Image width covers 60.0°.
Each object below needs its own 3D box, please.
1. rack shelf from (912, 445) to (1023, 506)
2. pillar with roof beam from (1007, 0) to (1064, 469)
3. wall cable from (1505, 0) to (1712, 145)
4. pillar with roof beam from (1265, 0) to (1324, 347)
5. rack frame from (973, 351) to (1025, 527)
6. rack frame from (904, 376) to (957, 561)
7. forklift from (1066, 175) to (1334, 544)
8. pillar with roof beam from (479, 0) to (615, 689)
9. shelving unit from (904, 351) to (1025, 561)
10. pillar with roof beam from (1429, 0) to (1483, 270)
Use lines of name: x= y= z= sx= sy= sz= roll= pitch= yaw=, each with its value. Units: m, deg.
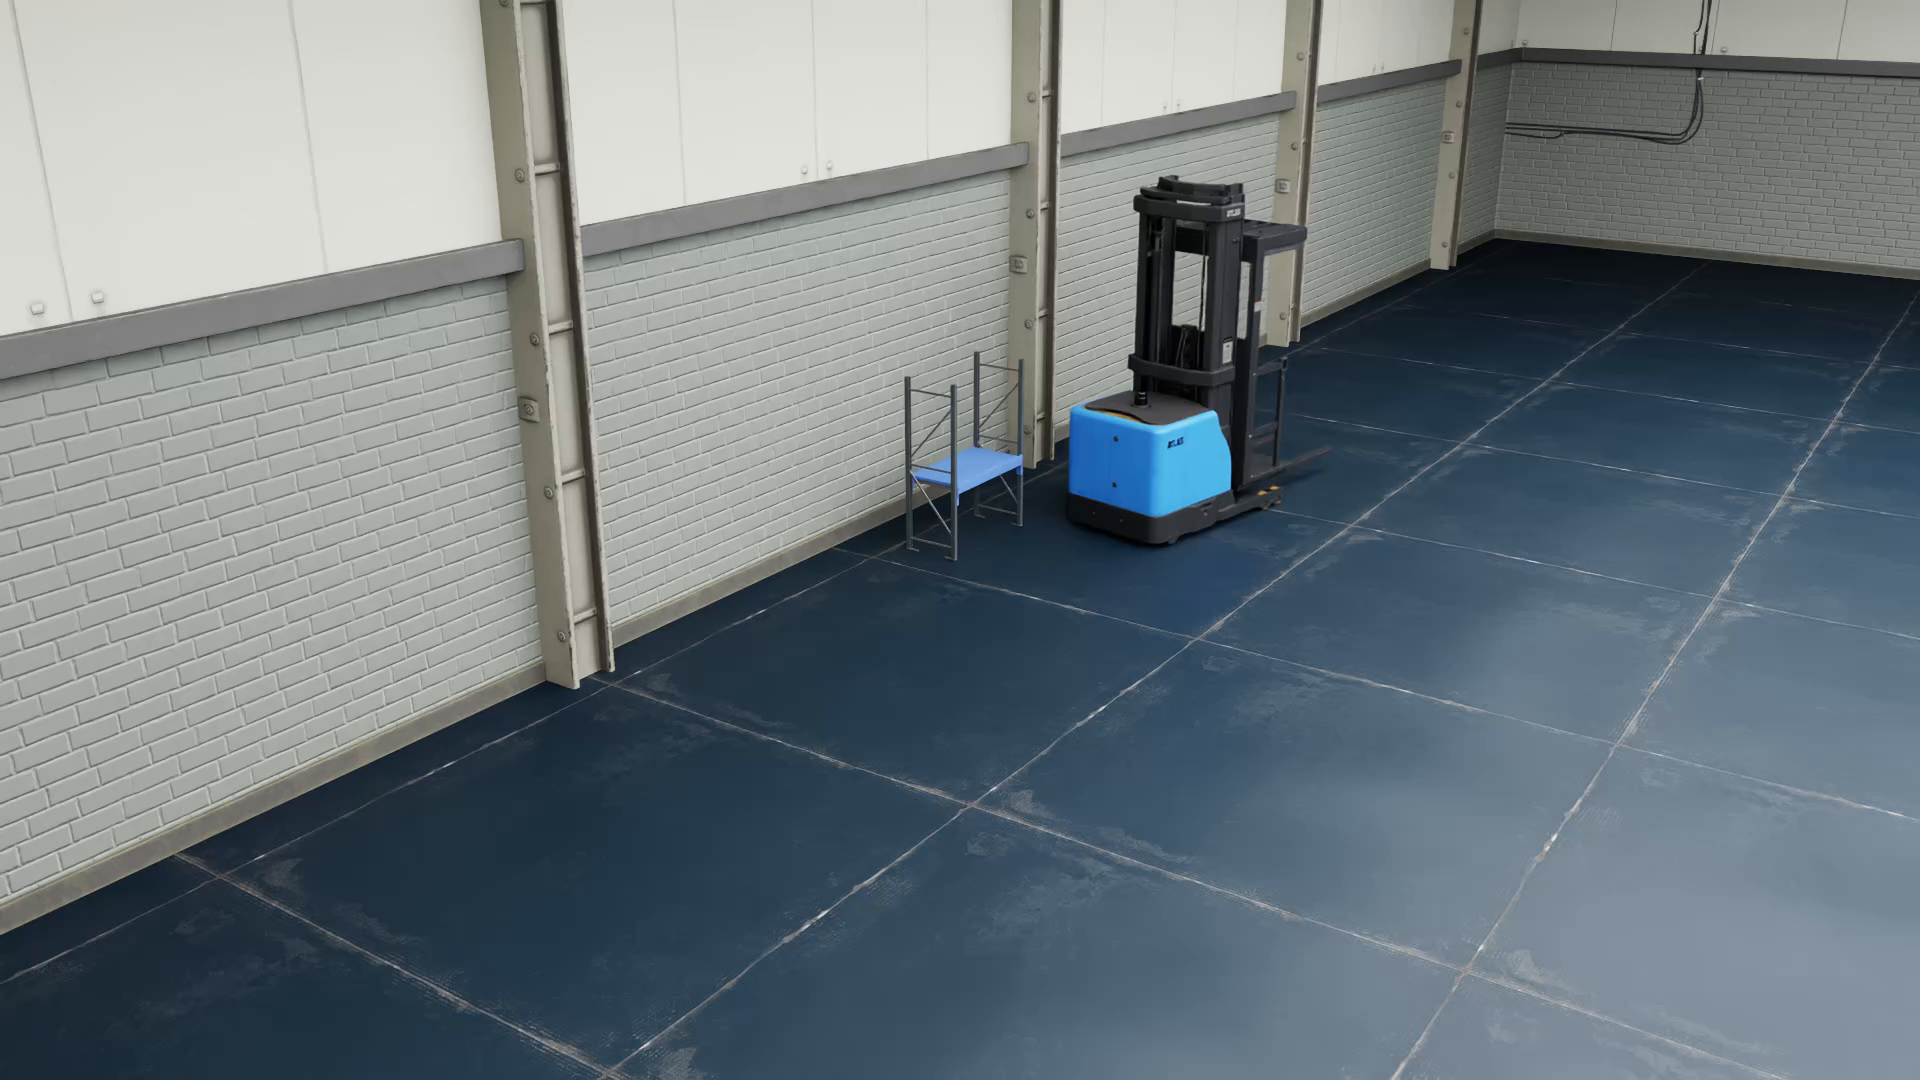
rack shelf: x=0.048 y=-0.559 z=14.133 sx=0.538 sy=0.185 sz=1.000 roll=13 pitch=24 yaw=32
pillar with roof beam: x=4.255 y=-4.157 z=12.532 sx=9.100 sy=9.000 sz=0.400 roll=13 pitch=24 yaw=32
wall cable: x=10.190 y=-7.571 z=26.237 sx=3.097 sy=2.526 sz=0.112 roll=13 pitch=24 yaw=32
pillar with roof beam: x=7.628 y=-5.879 z=17.187 sx=9.100 sy=9.000 sz=0.400 roll=13 pitch=24 yaw=32
rack frame: x=0.334 y=-0.874 z=14.465 sx=0.500 sy=1.500 sz=0.032 roll=13 pitch=24 yaw=32
rack frame: x=-0.238 y=-0.582 z=13.677 sx=0.500 sy=1.500 sz=0.032 roll=13 pitch=24 yaw=32
forklift: x=2.318 y=-1.761 z=14.801 sx=1.130 sy=2.935 sz=3.031 roll=19 pitch=27 yaw=41
pillar with roof beam: x=0.882 y=-2.436 z=7.878 sx=9.100 sy=9.000 sz=0.400 roll=13 pitch=24 yaw=32
shelving unit: x=0.048 y=-0.728 z=14.071 sx=0.538 sy=1.500 sz=1.048 roll=13 pitch=24 yaw=32
pillar with roof beam: x=11.001 y=-7.600 z=21.841 sx=9.100 sy=9.000 sz=0.400 roll=13 pitch=24 yaw=32
